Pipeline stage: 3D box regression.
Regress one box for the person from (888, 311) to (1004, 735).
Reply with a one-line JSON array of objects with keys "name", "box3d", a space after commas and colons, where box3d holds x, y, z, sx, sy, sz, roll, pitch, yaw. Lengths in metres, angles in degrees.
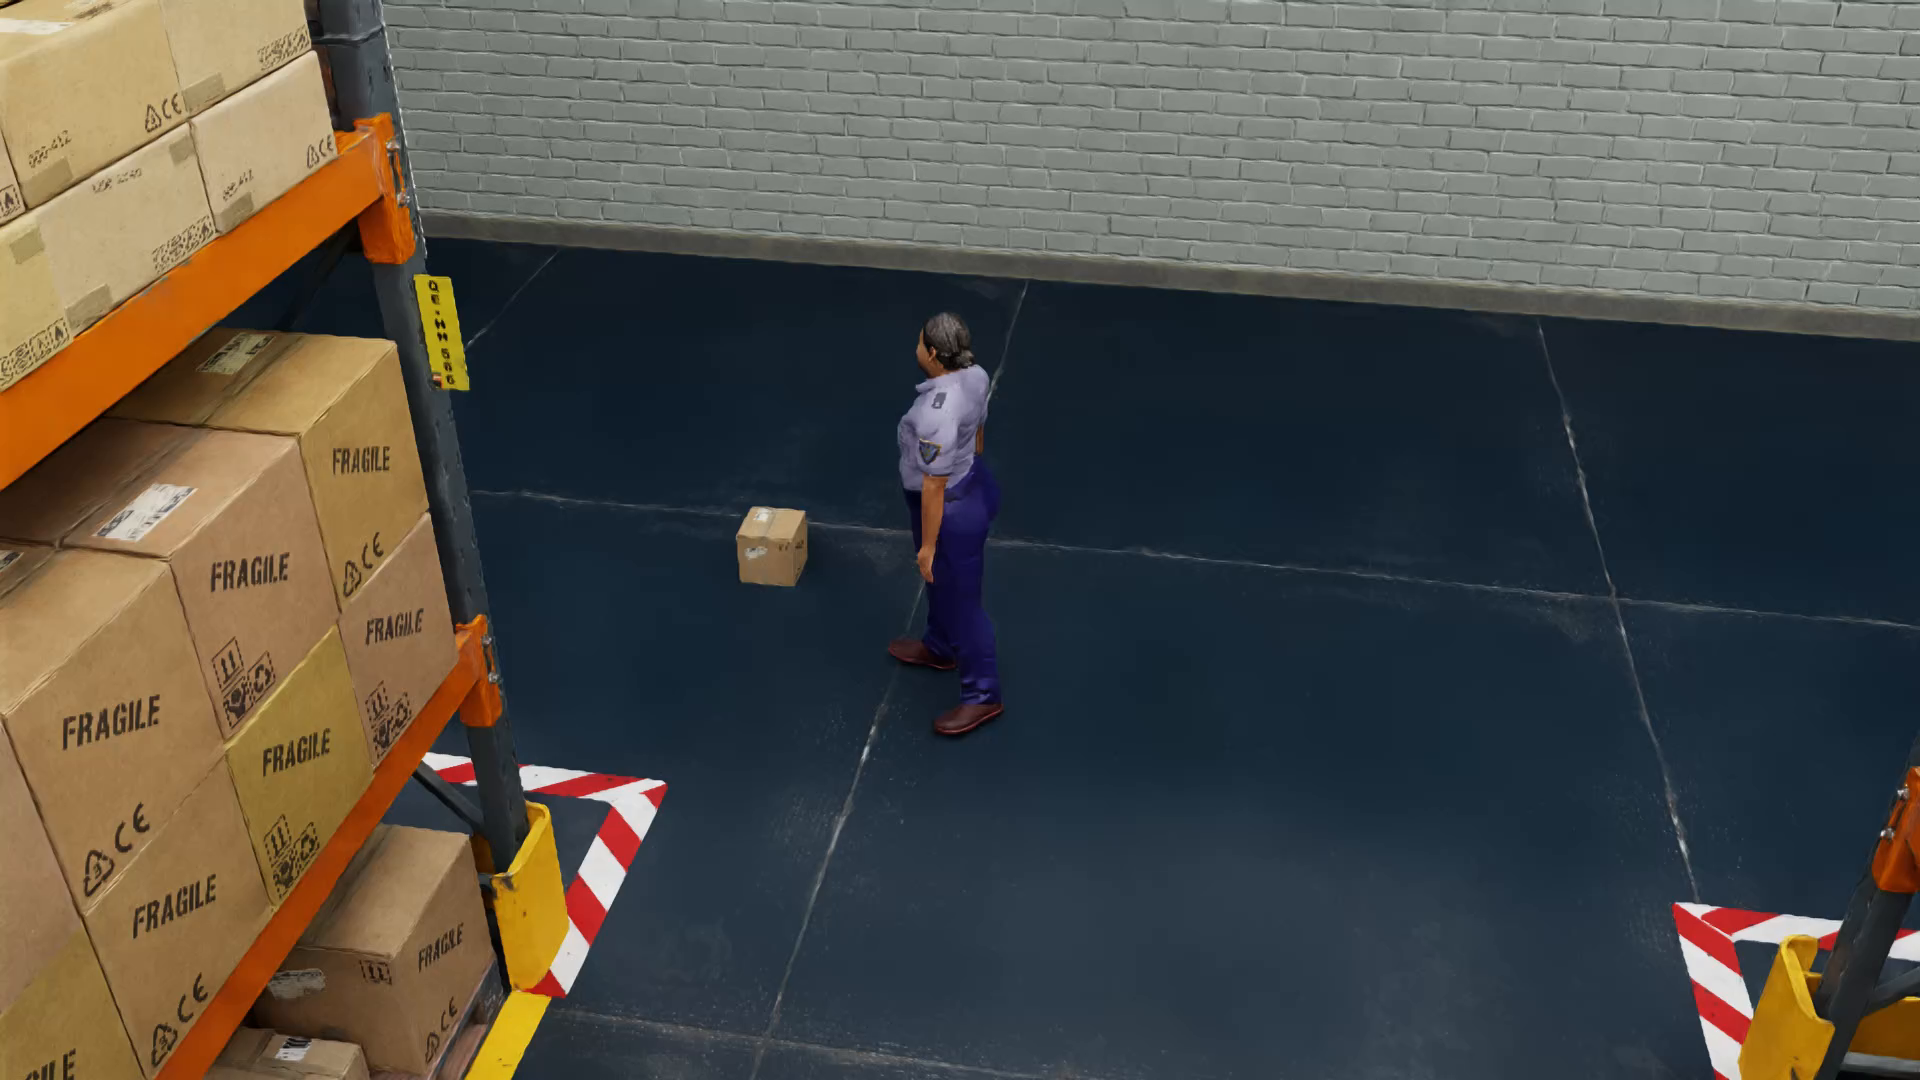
[{"name": "person", "box3d": [-0.061, -0.112, 6.301, 0.566, 1.638, 0.664, 9, 34, 14]}]
